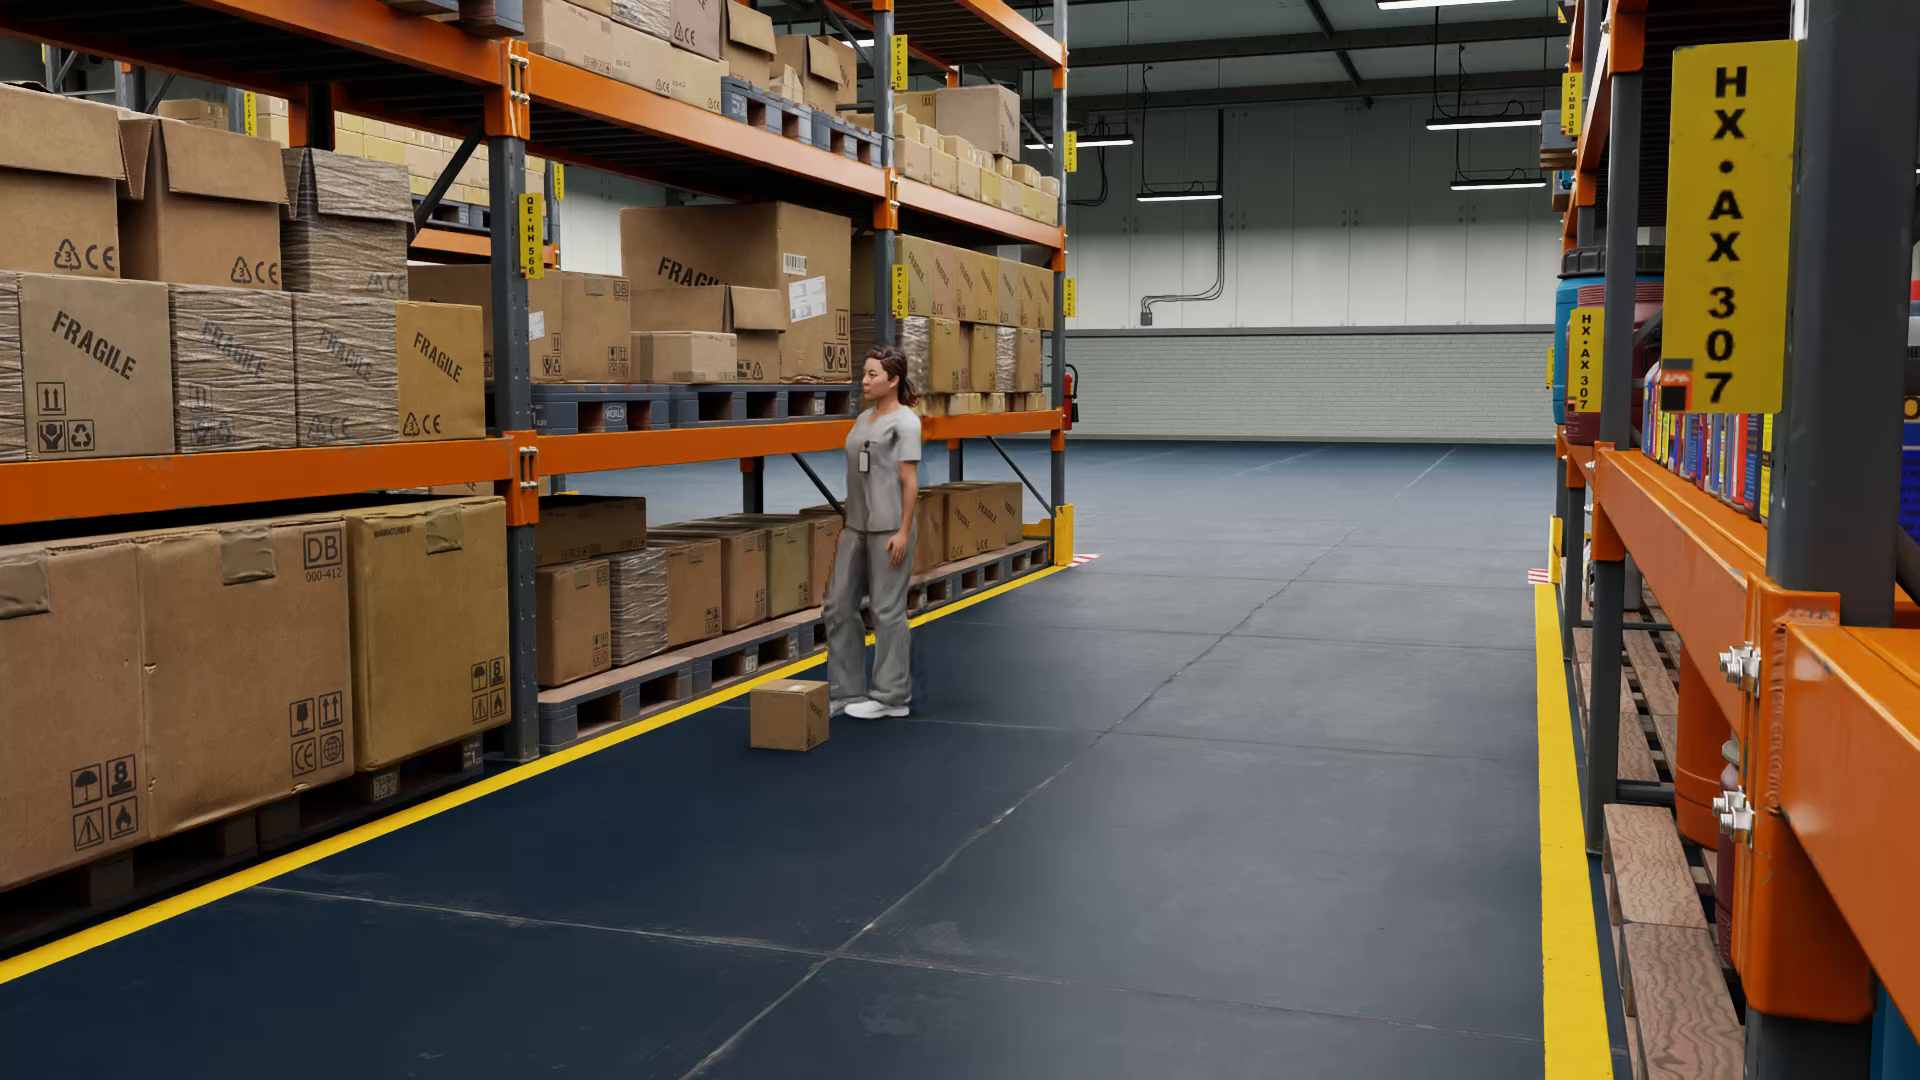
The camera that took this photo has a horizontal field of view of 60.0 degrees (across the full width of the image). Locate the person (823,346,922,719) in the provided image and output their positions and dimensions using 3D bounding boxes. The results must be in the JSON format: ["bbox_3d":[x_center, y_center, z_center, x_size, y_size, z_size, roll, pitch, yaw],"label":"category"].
[{"bbox_3d":[-0.399,-0.008,7.477,0.441,1.716,0.502,-4,7,-39],"label":"person"}]
